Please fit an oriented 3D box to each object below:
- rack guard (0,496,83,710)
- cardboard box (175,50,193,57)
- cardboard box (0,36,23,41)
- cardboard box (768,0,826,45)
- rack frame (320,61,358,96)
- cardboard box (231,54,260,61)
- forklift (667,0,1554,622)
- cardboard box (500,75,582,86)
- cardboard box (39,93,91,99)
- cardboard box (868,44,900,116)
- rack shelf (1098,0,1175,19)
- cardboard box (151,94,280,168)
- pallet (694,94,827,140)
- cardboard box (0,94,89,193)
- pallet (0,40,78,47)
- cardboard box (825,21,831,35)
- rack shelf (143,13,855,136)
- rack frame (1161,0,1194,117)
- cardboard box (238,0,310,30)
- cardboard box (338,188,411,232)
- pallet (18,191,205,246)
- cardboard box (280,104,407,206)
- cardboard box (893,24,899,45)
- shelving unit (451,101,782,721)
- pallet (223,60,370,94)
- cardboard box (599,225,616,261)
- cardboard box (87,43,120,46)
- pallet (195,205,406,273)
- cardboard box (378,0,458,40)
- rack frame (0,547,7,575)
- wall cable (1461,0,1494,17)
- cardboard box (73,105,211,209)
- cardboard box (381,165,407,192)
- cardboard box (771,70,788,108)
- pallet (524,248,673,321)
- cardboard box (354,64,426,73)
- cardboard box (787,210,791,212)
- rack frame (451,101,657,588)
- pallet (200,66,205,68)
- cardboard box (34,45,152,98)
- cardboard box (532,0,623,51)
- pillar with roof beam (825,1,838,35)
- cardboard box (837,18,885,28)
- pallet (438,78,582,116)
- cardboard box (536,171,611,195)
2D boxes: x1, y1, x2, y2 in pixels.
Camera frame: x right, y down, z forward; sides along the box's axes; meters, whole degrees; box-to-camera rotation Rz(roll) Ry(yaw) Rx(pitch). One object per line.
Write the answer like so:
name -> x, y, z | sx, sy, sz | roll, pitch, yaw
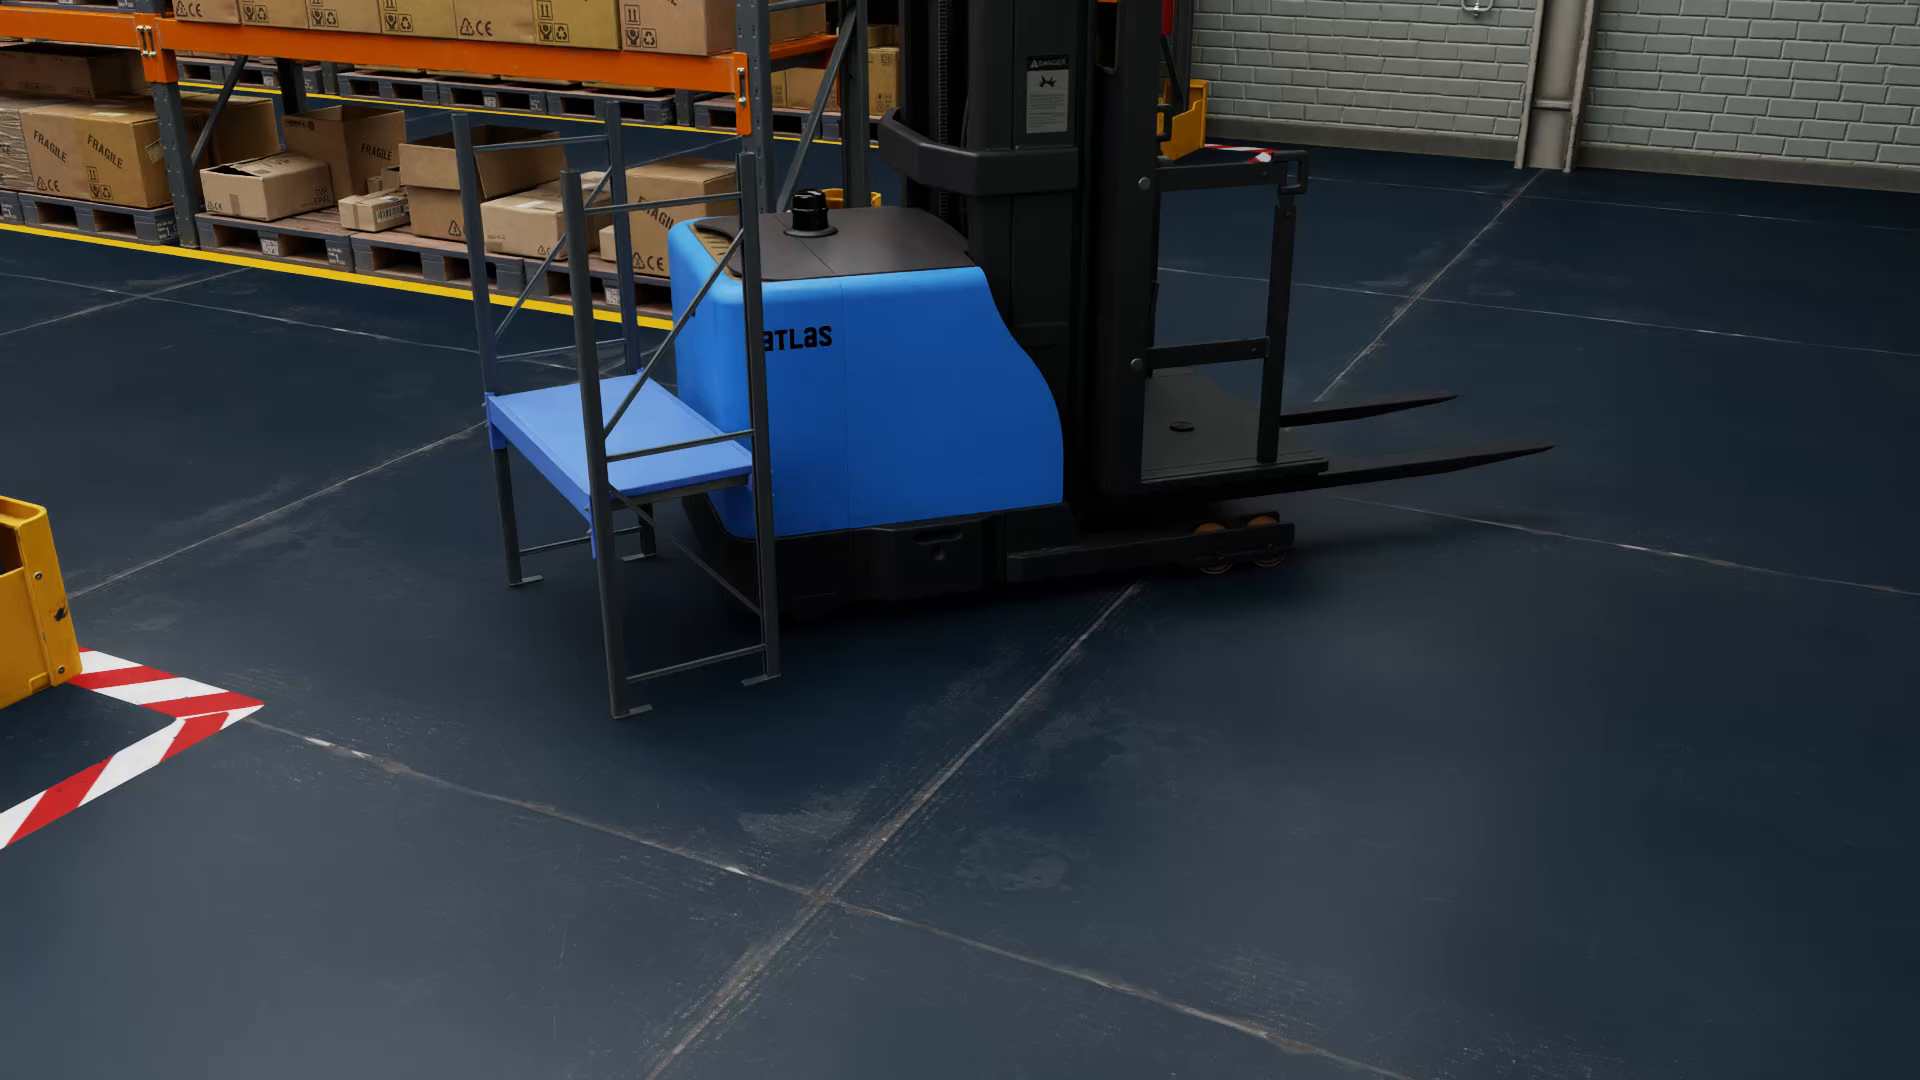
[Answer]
rack guard -> -2.953, 0.321, 4.357 | 0.348, 0.500, 1.175 | 11, 25, 25
cardboard box -> -7.634, -5.158, 16.678 | 0.500, 0.500, 0.700 | 12, 26, 25
cardboard box -> -10.163, -5.630, 17.787 | 0.500, 0.500, 0.500 | 9, 25, 21
cardboard box -> -1.019, -2.775, 8.315 | 0.500, 0.500, 0.500 | 12, 26, 26
rack frame -> -5.649, -5.702, 15.325 | 0.127, 3.000, 1.000 | 11, 25, 25
cardboard box -> -6.723, -4.995, 16.293 | 0.500, 0.500, 0.700 | 11, 25, 24
forklift -> 0.597, -1.424, 5.354 | 3.031, 2.935, 1.130 | -7, 24, -16
cardboard box -> -3.513, -4.425, 14.532 | 0.750, 0.750, 0.750 | 12, 26, 26
cardboard box -> -5.557, -2.669, 10.824 | 0.500, 0.500, 0.500 | 12, 26, 25
cardboard box -> -0.555, -3.689, 13.250 | 0.500, 0.500, 0.700 | 12, 26, 26
rack shelf -> -0.295, -4.311, 12.974 | 4.000, 0.370, 1.077 | 11, 25, 25
cardboard box -> -4.633, -2.488, 10.398 | 0.500, 0.500, 0.500 | 10, 25, 22
pallet -> -1.436, -3.551, 13.830 | 1.213, 0.211, 1.003 | 11, 25, 25
cardboard box -> -5.766, -2.483, 10.388 | 0.500, 0.500, 0.500 | 12, 26, 25
pallet -> -9.835, -5.231, 17.781 | 1.213, 0.211, 1.003 | 11, 25, 25
cardboard box -> -1.235, -4.045, 13.257 | 0.250, 0.149, 0.380 | 12, 26, 26
rack shelf -> -2.527, -2.581, 8.905 | 4.000, 0.370, 1.077 | 11, 25, 25
rack frame -> 1.490, -4.289, 12.003 | 0.127, 3.000, 1.000 | 11, 25, 25
cardboard box -> -3.521, -3.036, 8.929 | 0.500, 0.500, 0.500 | 12, 26, 25
cardboard box -> -3.258, -1.865, 9.360 | 0.250, 0.166, 0.380 | 11, 25, 25
pallet -> -5.055, -2.112, 10.447 | 1.213, 0.211, 1.003 | 11, 25, 25
cardboard box -> -3.675, -2.315, 9.994 | 0.500, 0.500, 0.500 | 11, 25, 25
cardboard box -> -0.336, -4.035, 13.235 | 0.250, 0.149, 0.380 | 11, 25, 24
shelving unit -> -0.996, -0.418, 4.815 | 0.538, 1.500, 1.048 | -13, 26, -27
pallet -> -6.346, -4.557, 16.196 | 1.213, 0.211, 1.003 | 11, 25, 25
cardboard box -> -1.659, -1.570, 8.667 | 0.250, 0.166, 0.380 | 11, 25, 25
cardboard box -> -8.555, -5.336, 17.097 | 0.500, 0.500, 0.700 | 12, 26, 26
pallet -> -3.699, -1.860, 9.854 | 1.213, 0.211, 1.003 | 11, 25, 25
cardboard box -> -2.621, -2.858, 8.510 | 0.500, 0.500, 0.500 | 11, 25, 24
rack frame -> -2.980, -0.829, 3.867 | 0.127, 3.000, 1.000 | 11, 25, 25
wall cable -> 3.059, -4.861, 12.050 | 1.851, 1.984, 0.084 | 11, 25, 25
cardboard box -> -4.881, -2.304, 9.967 | 0.500, 0.500, 0.500 | 11, 25, 24
cardboard box -> -3.006, -2.096, 9.719 | 0.500, 0.311, 0.500 | 11, 25, 25
cardboard box -> -1.459, -3.871, 13.676 | 0.500, 0.500, 0.700 | 12, 26, 25
pallet -> -1.522, -1.429, 8.841 | 1.213, 0.211, 1.003 | 11, 25, 25
cardboard box -> -5.052, -4.730, 15.250 | 0.750, 0.750, 0.750 | 11, 25, 24
cardboard box -> -0.960, -1.643, 8.861 | 0.250, 0.149, 0.380 | 11, 25, 25
rack frame -> -1.251, -0.591, 5.220 | 0.500, 1.500, 0.032 | -13, 26, -27
pallet -> -8.524, -4.988, 17.209 | 1.213, 0.211, 1.003 | 11, 25, 25
cardboard box -> -5.526, -3.009, 10.667 | 0.500, 0.250, 0.500 | 11, 26, 25
cardboard box -> -1.729, -2.679, 8.089 | 0.500, 0.500, 0.500 | 11, 26, 25
pillar with roof beam -> -3.007, -6.431, 9.374 | 0.400, 9.000, 9.100 | 11, 25, 25
cardboard box -> -0.792, -4.126, 13.447 | 0.250, 0.149, 0.380 | 10, 25, 23
pallet -> -3.895, -4.037, 14.974 | 1.213, 0.211, 1.003 | 11, 25, 25
cardboard box -> -1.992, -1.867, 9.259 | 0.500, 0.250, 0.500 | 11, 25, 25
